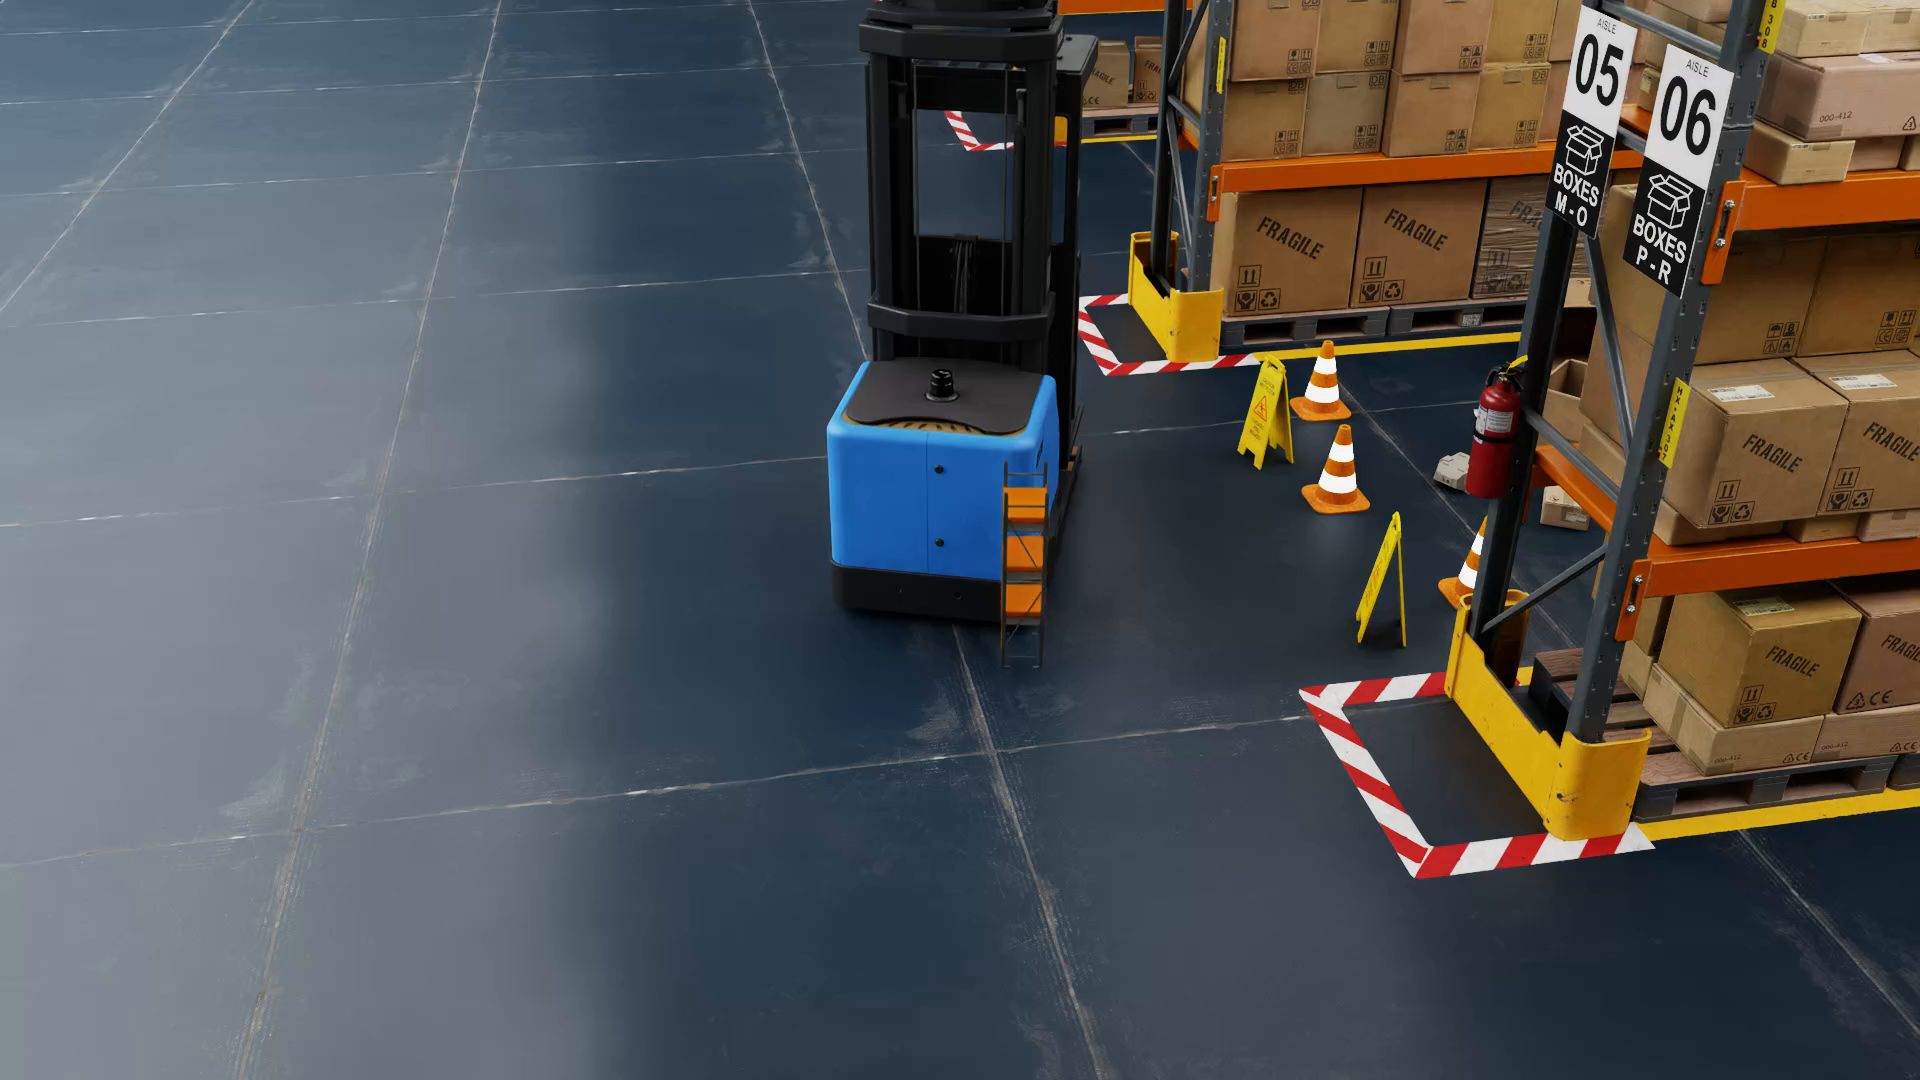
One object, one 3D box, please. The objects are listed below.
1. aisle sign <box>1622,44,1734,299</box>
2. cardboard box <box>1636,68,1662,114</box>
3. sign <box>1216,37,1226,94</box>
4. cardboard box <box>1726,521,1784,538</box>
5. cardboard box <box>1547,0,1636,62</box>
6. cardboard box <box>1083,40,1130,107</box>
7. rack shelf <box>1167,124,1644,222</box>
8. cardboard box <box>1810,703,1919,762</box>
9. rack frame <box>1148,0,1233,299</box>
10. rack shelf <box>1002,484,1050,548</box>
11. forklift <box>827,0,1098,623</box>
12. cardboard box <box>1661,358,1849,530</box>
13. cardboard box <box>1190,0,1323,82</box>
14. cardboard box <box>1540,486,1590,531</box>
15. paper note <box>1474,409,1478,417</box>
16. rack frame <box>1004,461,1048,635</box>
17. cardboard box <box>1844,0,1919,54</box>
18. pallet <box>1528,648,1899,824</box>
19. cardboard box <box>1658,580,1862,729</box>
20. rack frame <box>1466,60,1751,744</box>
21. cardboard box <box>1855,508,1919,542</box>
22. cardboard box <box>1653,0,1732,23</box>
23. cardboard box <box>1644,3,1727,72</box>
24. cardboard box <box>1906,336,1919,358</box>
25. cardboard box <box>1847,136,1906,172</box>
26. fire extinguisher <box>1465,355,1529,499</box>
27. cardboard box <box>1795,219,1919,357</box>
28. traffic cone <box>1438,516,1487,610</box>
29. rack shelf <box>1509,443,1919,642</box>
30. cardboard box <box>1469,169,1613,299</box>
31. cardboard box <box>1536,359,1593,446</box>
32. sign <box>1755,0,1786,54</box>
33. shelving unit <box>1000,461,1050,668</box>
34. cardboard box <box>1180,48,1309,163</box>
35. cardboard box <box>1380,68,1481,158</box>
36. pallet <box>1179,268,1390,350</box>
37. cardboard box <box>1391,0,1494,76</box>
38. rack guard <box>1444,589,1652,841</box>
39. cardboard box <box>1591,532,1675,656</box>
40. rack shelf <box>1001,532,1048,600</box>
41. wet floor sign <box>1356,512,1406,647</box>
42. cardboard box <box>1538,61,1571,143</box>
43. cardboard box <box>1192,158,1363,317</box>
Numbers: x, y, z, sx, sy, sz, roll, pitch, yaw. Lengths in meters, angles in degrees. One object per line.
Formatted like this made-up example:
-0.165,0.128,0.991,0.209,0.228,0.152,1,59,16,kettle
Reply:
2.491,-1.283,5.797,0.004,0.787,0.394,-5,31,-9,aisle sign
2.797,-1.679,6.325,0.250,0.149,0.380,-5,31,-9,cardboard box
1.600,-2.911,10.199,0.005,0.325,0.100,-5,31,-9,sign
3.114,-0.172,6.721,0.250,0.149,0.380,-5,31,-8,cardboard box
3.995,-3.571,11.040,0.550,0.550,0.875,-5,31,-9,cardboard box
1.329,-4.415,15.742,0.500,0.500,0.500,0,30,0,cardboard box
3.473,-2.653,11.403,4.000,0.370,1.077,-5,31,-9,rack shelf
3.843,0.703,7.283,0.500,0.250,0.500,-4,31,-7,cardboard box
1.506,-2.781,10.910,0.127,3.000,1.000,-5,31,-9,rack frame
0.301,-0.085,7.690,0.215,0.259,0.240,0,38,1,rack shelf
0.113,-1.576,8.930,1.130,2.935,3.031,5,31,9,forklift
3.012,-0.398,6.466,0.500,0.500,0.500,-6,31,-10,cardboard box
1.878,-3.326,10.623,0.550,0.550,0.875,-5,31,-9,cardboard box
3.421,-0.220,9.368,0.250,0.149,0.380,10,32,17,cardboard box
3.313,-0.793,10.461,0.142,0.017,0.144,5,31,8,paper note
0.304,0.055,7.955,0.200,1.050,0.008,0,38,1,rack frame
3.128,-1.812,5.765,0.250,0.149,0.380,-5,31,-9,cardboard box
3.377,0.816,7.544,1.213,0.211,1.003,-5,31,-9,pallet
3.363,0.421,7.024,0.500,0.500,0.500,-6,31,-11,cardboard box
2.497,-0.322,6.729,0.127,3.000,1.000,-5,31,-9,rack frame
3.647,-0.156,6.694,0.250,0.149,0.380,-5,31,-8,cardboard box
2.776,-2.029,6.133,0.250,0.149,0.380,-5,31,-8,cardboard box
2.951,-1.860,6.239,0.500,0.250,0.500,-6,31,-10,cardboard box
4.022,-0.494,6.630,0.500,0.500,0.500,-6,31,-10,cardboard box
3.124,-1.444,5.925,0.250,0.149,0.380,-6,31,-10,cardboard box
2.301,-0.508,7.121,0.183,0.674,0.296,-5,31,-9,fire extinguisher
3.459,-1.122,6.711,0.500,0.500,0.700,-5,31,-8,cardboard box
2.687,0.089,8.532,0.334,0.463,0.336,-5,31,-9,traffic cone
4.464,-0.195,7.222,4.000,0.370,1.077,-5,31,-9,rack shelf
3.923,-2.305,11.782,0.875,0.875,0.875,-5,31,-9,cardboard box
3.768,-0.669,9.781,0.797,0.503,0.637,23,37,33,cardboard box
2.594,-1.721,5.287,0.005,0.325,0.100,-5,31,-9,sign
0.301,0.130,7.859,0.215,1.050,0.252,0,38,1,shelving unit
1.862,-2.902,10.968,0.550,0.550,0.875,-5,31,-9,cardboard box
2.973,-2.952,11.053,0.550,0.550,0.875,-5,31,-9,cardboard box
2.278,-1.691,11.808,1.213,0.211,1.003,-5,31,-9,pallet
2.977,-3.405,10.759,0.550,0.550,0.875,-5,31,-9,cardboard box
2.571,0.748,7.374,0.348,0.500,1.175,-5,31,-9,rack guard
3.238,0.156,7.475,0.500,0.500,0.500,-5,31,-9,cardboard box
0.302,0.139,7.865,0.215,0.259,0.240,0,38,1,rack shelf
2.117,0.177,8.203,0.232,0.644,0.267,5,31,8,wet floor sign
3.990,-3.119,11.337,0.550,0.550,0.875,-5,31,-9,cardboard box
2.161,-2.141,11.504,0.875,0.875,0.875,-5,31,-9,cardboard box
